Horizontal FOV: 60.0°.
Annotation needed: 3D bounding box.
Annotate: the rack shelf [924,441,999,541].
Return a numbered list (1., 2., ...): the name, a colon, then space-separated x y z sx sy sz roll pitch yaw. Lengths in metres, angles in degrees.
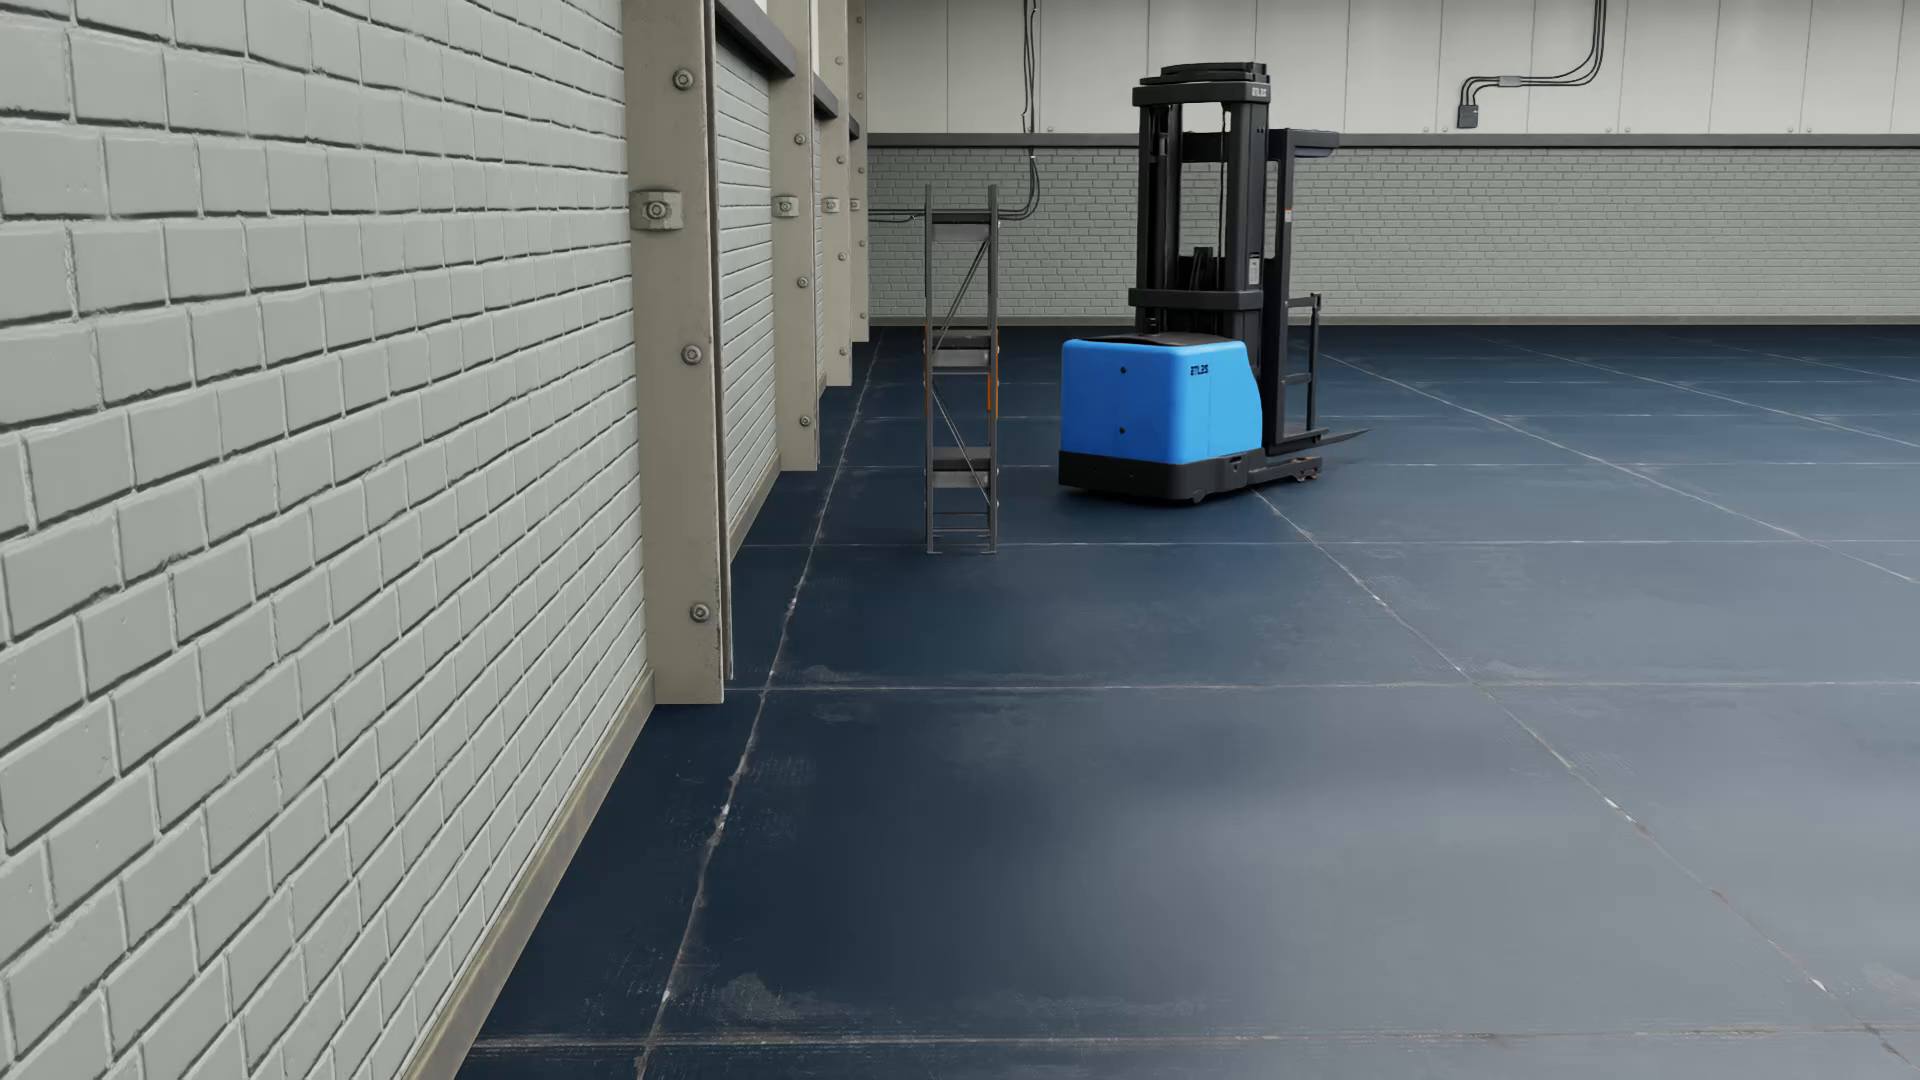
1. rack shelf: 0.003 -0.297 9.830 0.431 0.518 0.480 0 11 -1

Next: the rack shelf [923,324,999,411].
1. rack shelf: 0.003 -0.983 9.691 0.431 0.518 0.480 0 11 -1

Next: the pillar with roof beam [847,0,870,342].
1. pillar with roof beam: 2.805 -7.379 23.797 9.100 9.000 0.400 0 11 -1

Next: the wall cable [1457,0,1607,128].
1. wall cable: 9.254 -9.655 26.461 2.305 6.003 0.169 0 11 -1

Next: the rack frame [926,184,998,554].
1. rack frame: 0.008 -0.948 9.449 0.400 2.100 0.015 0 11 -1

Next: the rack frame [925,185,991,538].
1. rack frame: -0.002 -1.045 9.927 0.400 2.100 0.015 0 11 -1

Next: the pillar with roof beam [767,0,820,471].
1. pillar with roof beam: 3.053 -4.993 12.039 9.100 9.000 0.400 0 11 -1

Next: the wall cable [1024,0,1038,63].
1. wall cable: 2.467 -8.916 26.484 3.097 2.526 0.112 0 11 -1

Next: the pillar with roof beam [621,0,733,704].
1. pillar with roof beam: 3.177 -3.801 6.160 9.100 9.000 0.400 0 11 -1

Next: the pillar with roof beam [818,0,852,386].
1. pillar with roof beam: 2.929 -6.186 17.918 9.100 9.000 0.400 0 11 -1

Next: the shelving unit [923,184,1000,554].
1. shelving unit: 0.003 -0.996 9.688 0.431 2.100 0.503 0 11 -1

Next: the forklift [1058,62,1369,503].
1. forklift: 2.030 -1.917 12.135 1.130 2.935 3.031 10 15 40

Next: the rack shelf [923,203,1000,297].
1. rack shelf: 0.003 -1.669 9.552 0.431 0.518 0.480 0 11 -1

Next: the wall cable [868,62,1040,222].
1. wall cable: -0.238 -6.430 26.931 3.097 2.526 0.112 0 11 -1
